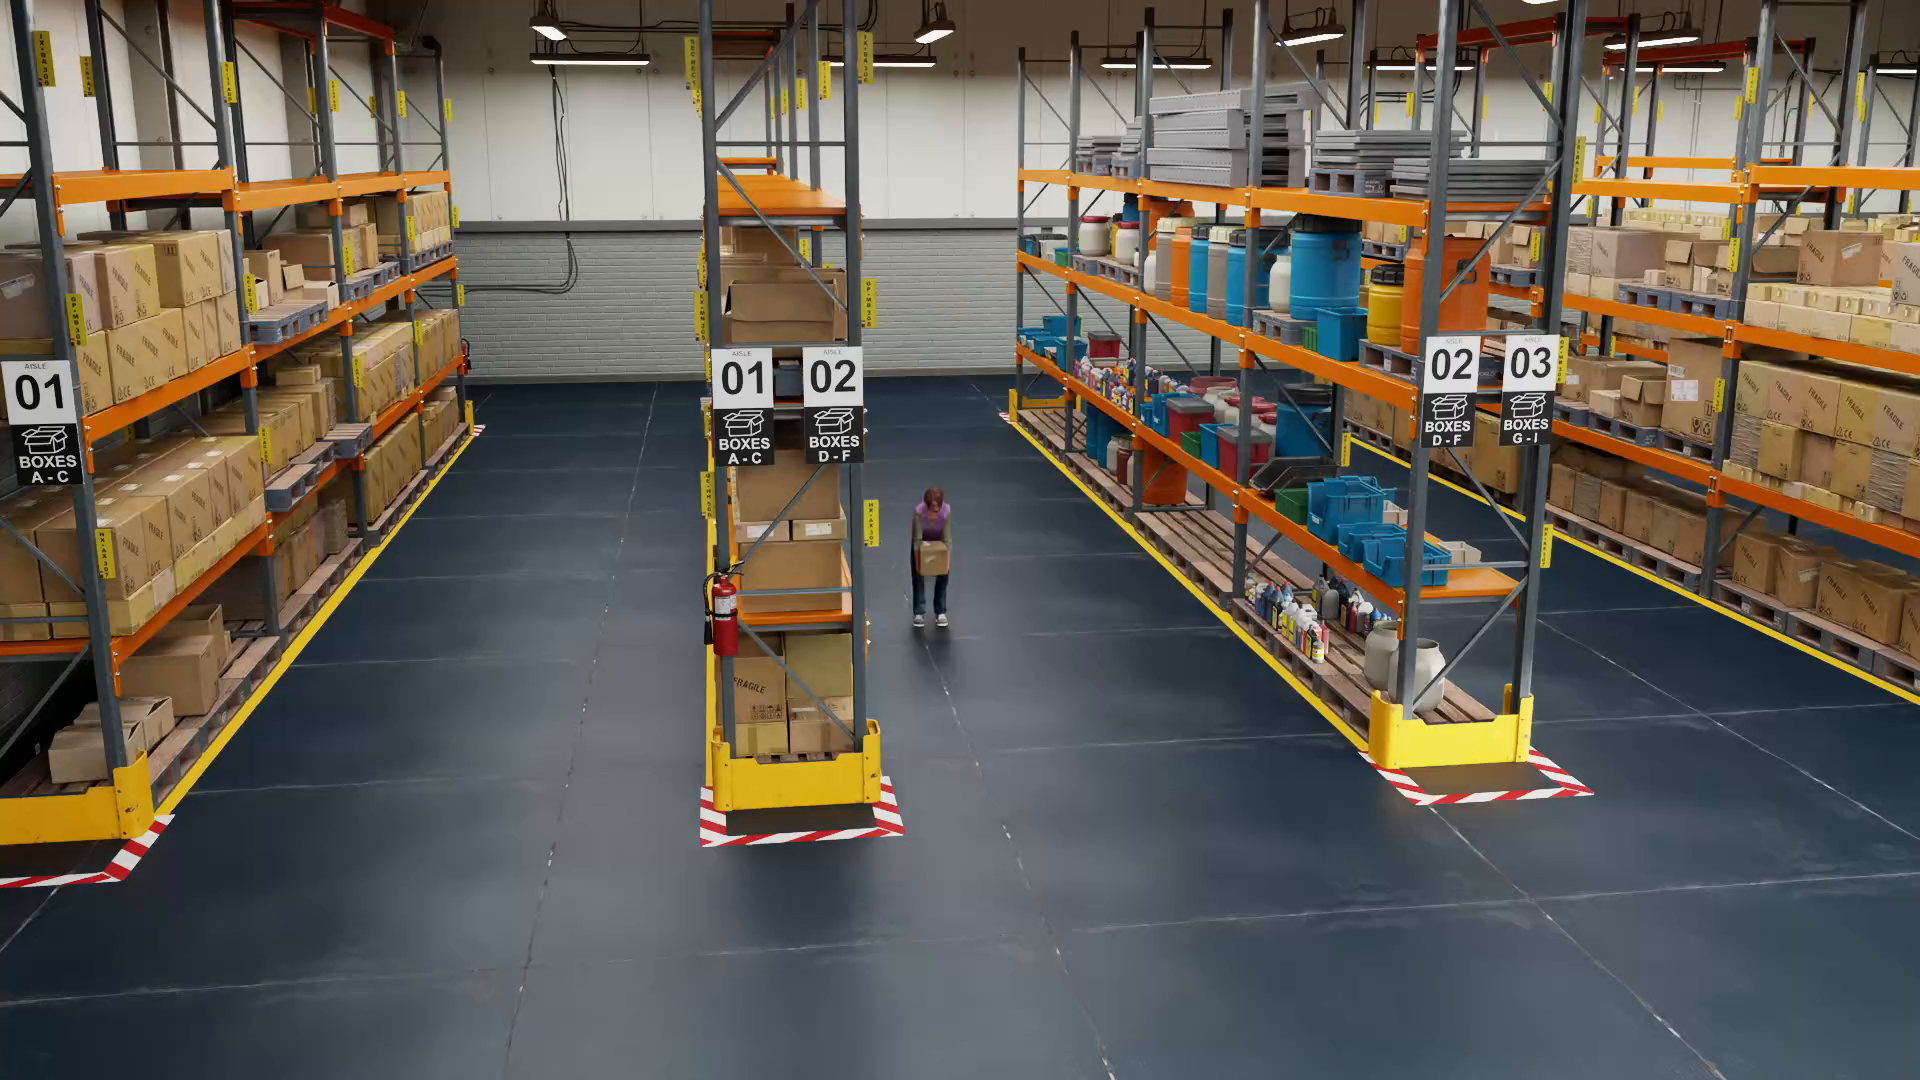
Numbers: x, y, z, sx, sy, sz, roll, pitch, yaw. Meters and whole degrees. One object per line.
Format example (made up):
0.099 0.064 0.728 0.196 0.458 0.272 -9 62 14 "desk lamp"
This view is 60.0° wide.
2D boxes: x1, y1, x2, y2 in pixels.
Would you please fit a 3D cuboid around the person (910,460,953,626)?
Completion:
-0.272 0.051 15.817 0.408 1.583 0.495 -1 13 -5 "person"
